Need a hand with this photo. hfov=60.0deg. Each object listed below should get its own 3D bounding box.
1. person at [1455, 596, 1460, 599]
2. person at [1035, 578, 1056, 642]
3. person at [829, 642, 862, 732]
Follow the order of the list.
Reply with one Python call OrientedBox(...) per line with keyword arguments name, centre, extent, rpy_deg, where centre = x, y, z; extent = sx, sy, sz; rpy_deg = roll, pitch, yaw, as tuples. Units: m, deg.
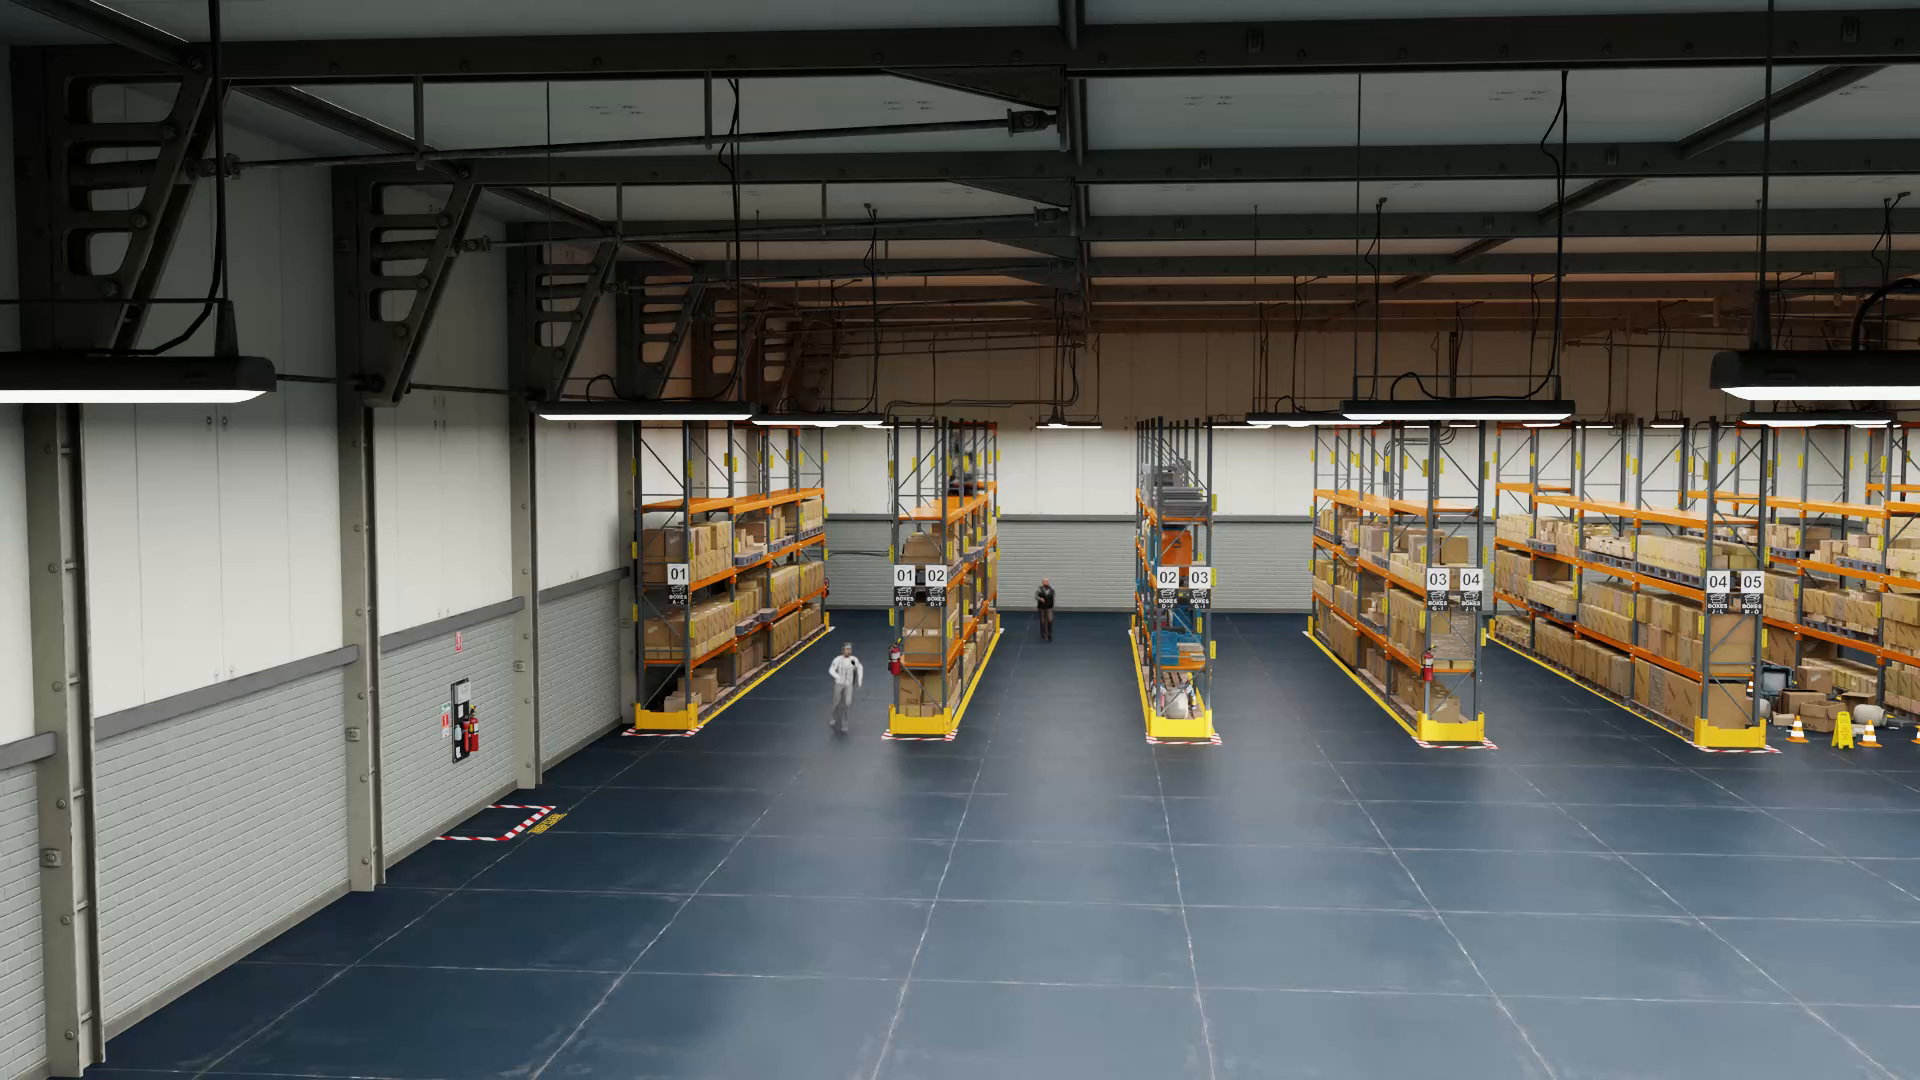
OrientedBox(name="person", centre=(13.535, 1.896, 45.196), extent=(0.652, 1.808, 0.690), rpy_deg=(0, 4, 7))
OrientedBox(name="person", centre=(2.336, 1.906, 45.460), extent=(0.603, 1.760, 0.804), rpy_deg=(0, 4, -2))
OrientedBox(name="person", centre=(-2.191, 2.816, 31.958), extent=(0.665, 1.737, 0.675), rpy_deg=(-1, 4, -9))
